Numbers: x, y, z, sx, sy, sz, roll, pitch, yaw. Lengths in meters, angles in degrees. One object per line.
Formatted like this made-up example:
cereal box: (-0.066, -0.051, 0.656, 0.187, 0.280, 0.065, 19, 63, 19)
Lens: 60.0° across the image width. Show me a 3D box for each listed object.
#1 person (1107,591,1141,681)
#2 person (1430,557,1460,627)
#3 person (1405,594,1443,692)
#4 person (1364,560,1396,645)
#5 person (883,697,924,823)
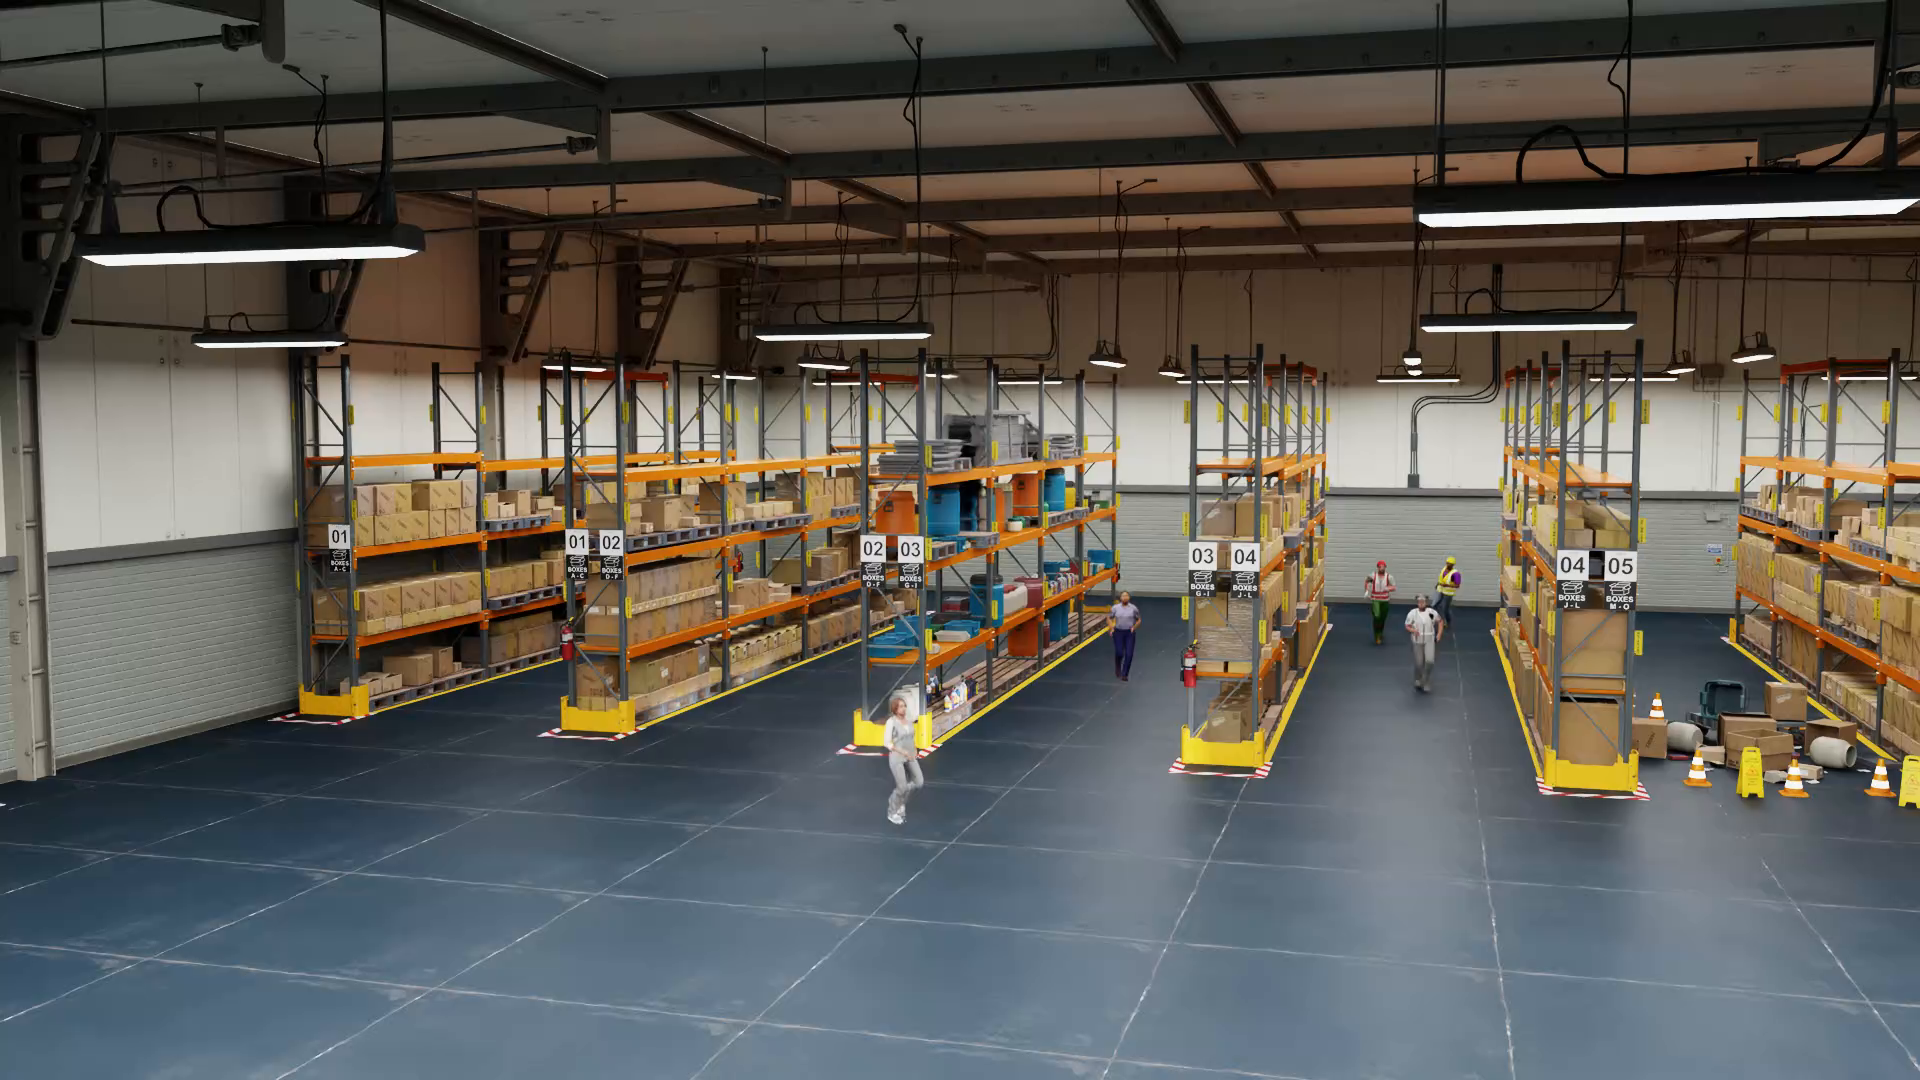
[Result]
person: (2.919, 1.700, 29.493, 0.607, 1.600, 0.502, 0, 4, 1)
person: (11.282, 1.234, 38.650, 0.808, 1.715, 0.840, -3, 5, -39)
person: (8.438, 1.879, 30.264, 0.671, 1.806, 0.737, 1, 4, 15)
person: (9.238, 1.363, 36.559, 0.645, 1.844, 0.875, 0, 4, 6)
person: (-0.690, 2.698, 20.351, 0.553, 1.558, 0.540, -4, 6, -43)
